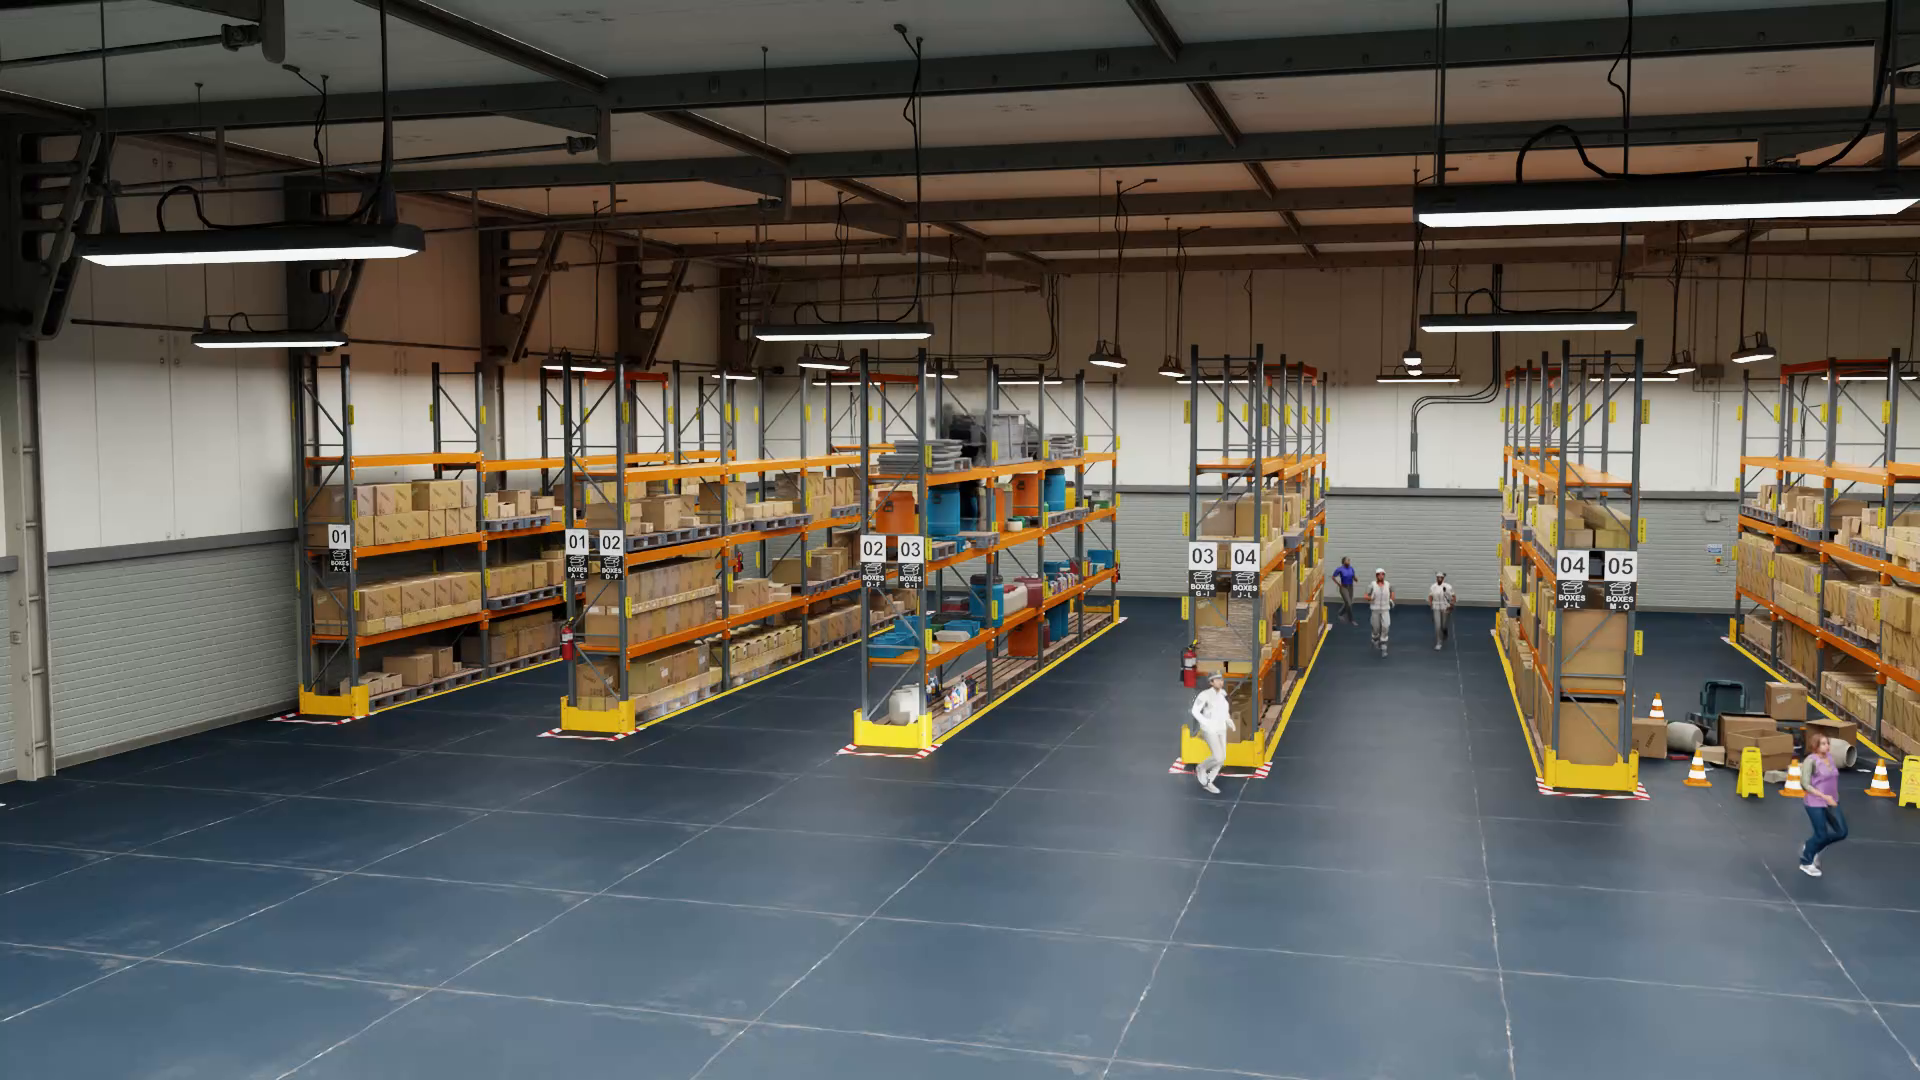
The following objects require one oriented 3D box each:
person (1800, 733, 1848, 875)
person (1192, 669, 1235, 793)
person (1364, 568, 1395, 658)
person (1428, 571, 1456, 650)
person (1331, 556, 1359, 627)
[{"bbox_3d":[9.368,2.874,18.048,0.552,1.560,0.500,-2,5,-24],"label":"person"},{"bbox_3d":[3.384,2.533,22.084,0.587,1.661,0.516,-3,5,-33],"label":"person"},{"bbox_3d":[8.736,1.488,34.617,0.648,1.809,0.920,1,4,8],"label":"person"},{"bbox_3d":[10.388,1.497,35.826,0.582,1.700,0.650,2,5,27],"label":"person"},{"bbox_3d":[9.164,1.214,39.604,0.591,1.671,0.858,-2,5,-28],"label":"person"}]
